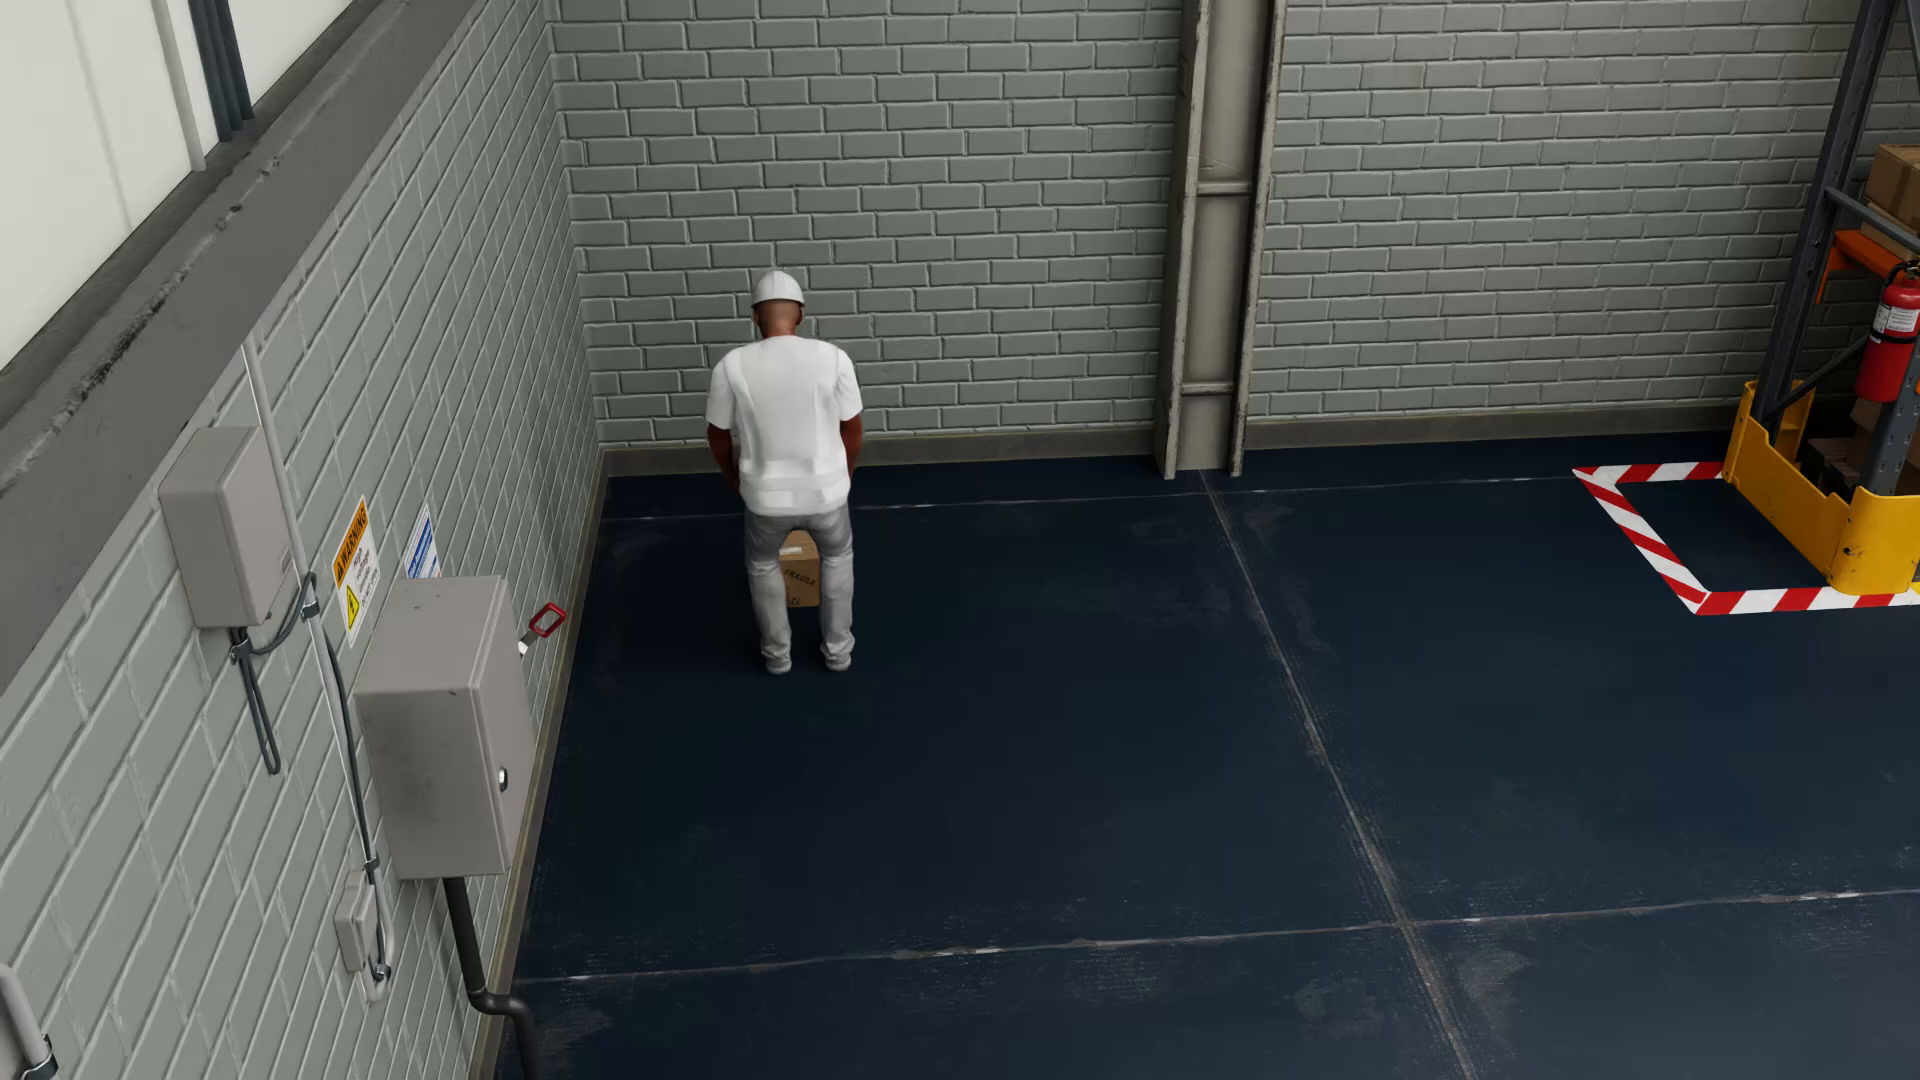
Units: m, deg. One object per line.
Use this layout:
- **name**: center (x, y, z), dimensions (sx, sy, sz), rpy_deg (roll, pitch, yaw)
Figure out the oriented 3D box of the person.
- **person**: center (-0.685, -0.237, 6.619), dimensions (0.610, 1.651, 0.554), rpy_deg (-2, 31, -3)
